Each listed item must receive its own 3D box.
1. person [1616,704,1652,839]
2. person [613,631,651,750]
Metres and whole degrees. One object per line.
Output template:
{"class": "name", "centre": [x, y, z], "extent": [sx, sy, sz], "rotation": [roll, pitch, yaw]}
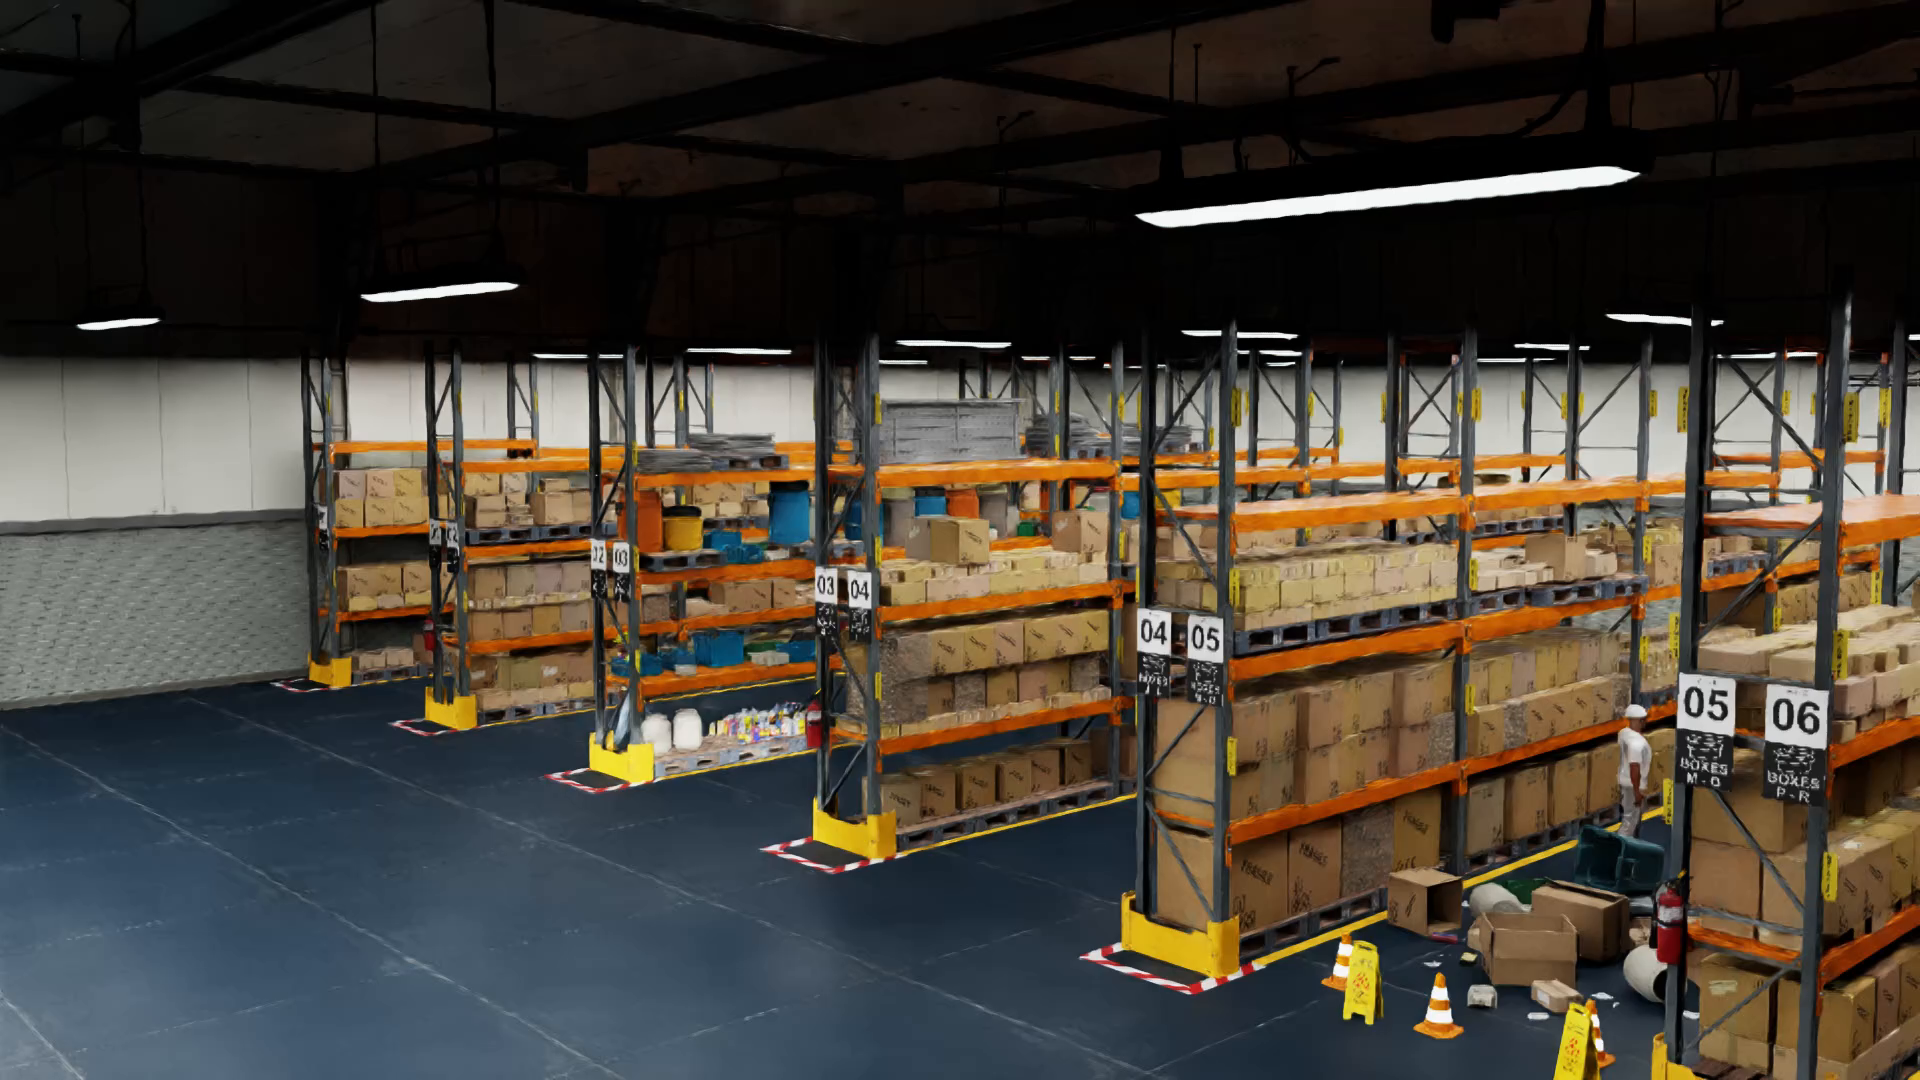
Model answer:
{"class": "person", "centre": [7.398, 2.671, 18.142], "extent": [0.447, 1.771, 0.632], "rotation": [2, 5, 17]}
{"class": "person", "centre": [-4.853, 2.174, 24.330], "extent": [1.121, 1.687, 0.577], "rotation": [-4, 7, -40]}
